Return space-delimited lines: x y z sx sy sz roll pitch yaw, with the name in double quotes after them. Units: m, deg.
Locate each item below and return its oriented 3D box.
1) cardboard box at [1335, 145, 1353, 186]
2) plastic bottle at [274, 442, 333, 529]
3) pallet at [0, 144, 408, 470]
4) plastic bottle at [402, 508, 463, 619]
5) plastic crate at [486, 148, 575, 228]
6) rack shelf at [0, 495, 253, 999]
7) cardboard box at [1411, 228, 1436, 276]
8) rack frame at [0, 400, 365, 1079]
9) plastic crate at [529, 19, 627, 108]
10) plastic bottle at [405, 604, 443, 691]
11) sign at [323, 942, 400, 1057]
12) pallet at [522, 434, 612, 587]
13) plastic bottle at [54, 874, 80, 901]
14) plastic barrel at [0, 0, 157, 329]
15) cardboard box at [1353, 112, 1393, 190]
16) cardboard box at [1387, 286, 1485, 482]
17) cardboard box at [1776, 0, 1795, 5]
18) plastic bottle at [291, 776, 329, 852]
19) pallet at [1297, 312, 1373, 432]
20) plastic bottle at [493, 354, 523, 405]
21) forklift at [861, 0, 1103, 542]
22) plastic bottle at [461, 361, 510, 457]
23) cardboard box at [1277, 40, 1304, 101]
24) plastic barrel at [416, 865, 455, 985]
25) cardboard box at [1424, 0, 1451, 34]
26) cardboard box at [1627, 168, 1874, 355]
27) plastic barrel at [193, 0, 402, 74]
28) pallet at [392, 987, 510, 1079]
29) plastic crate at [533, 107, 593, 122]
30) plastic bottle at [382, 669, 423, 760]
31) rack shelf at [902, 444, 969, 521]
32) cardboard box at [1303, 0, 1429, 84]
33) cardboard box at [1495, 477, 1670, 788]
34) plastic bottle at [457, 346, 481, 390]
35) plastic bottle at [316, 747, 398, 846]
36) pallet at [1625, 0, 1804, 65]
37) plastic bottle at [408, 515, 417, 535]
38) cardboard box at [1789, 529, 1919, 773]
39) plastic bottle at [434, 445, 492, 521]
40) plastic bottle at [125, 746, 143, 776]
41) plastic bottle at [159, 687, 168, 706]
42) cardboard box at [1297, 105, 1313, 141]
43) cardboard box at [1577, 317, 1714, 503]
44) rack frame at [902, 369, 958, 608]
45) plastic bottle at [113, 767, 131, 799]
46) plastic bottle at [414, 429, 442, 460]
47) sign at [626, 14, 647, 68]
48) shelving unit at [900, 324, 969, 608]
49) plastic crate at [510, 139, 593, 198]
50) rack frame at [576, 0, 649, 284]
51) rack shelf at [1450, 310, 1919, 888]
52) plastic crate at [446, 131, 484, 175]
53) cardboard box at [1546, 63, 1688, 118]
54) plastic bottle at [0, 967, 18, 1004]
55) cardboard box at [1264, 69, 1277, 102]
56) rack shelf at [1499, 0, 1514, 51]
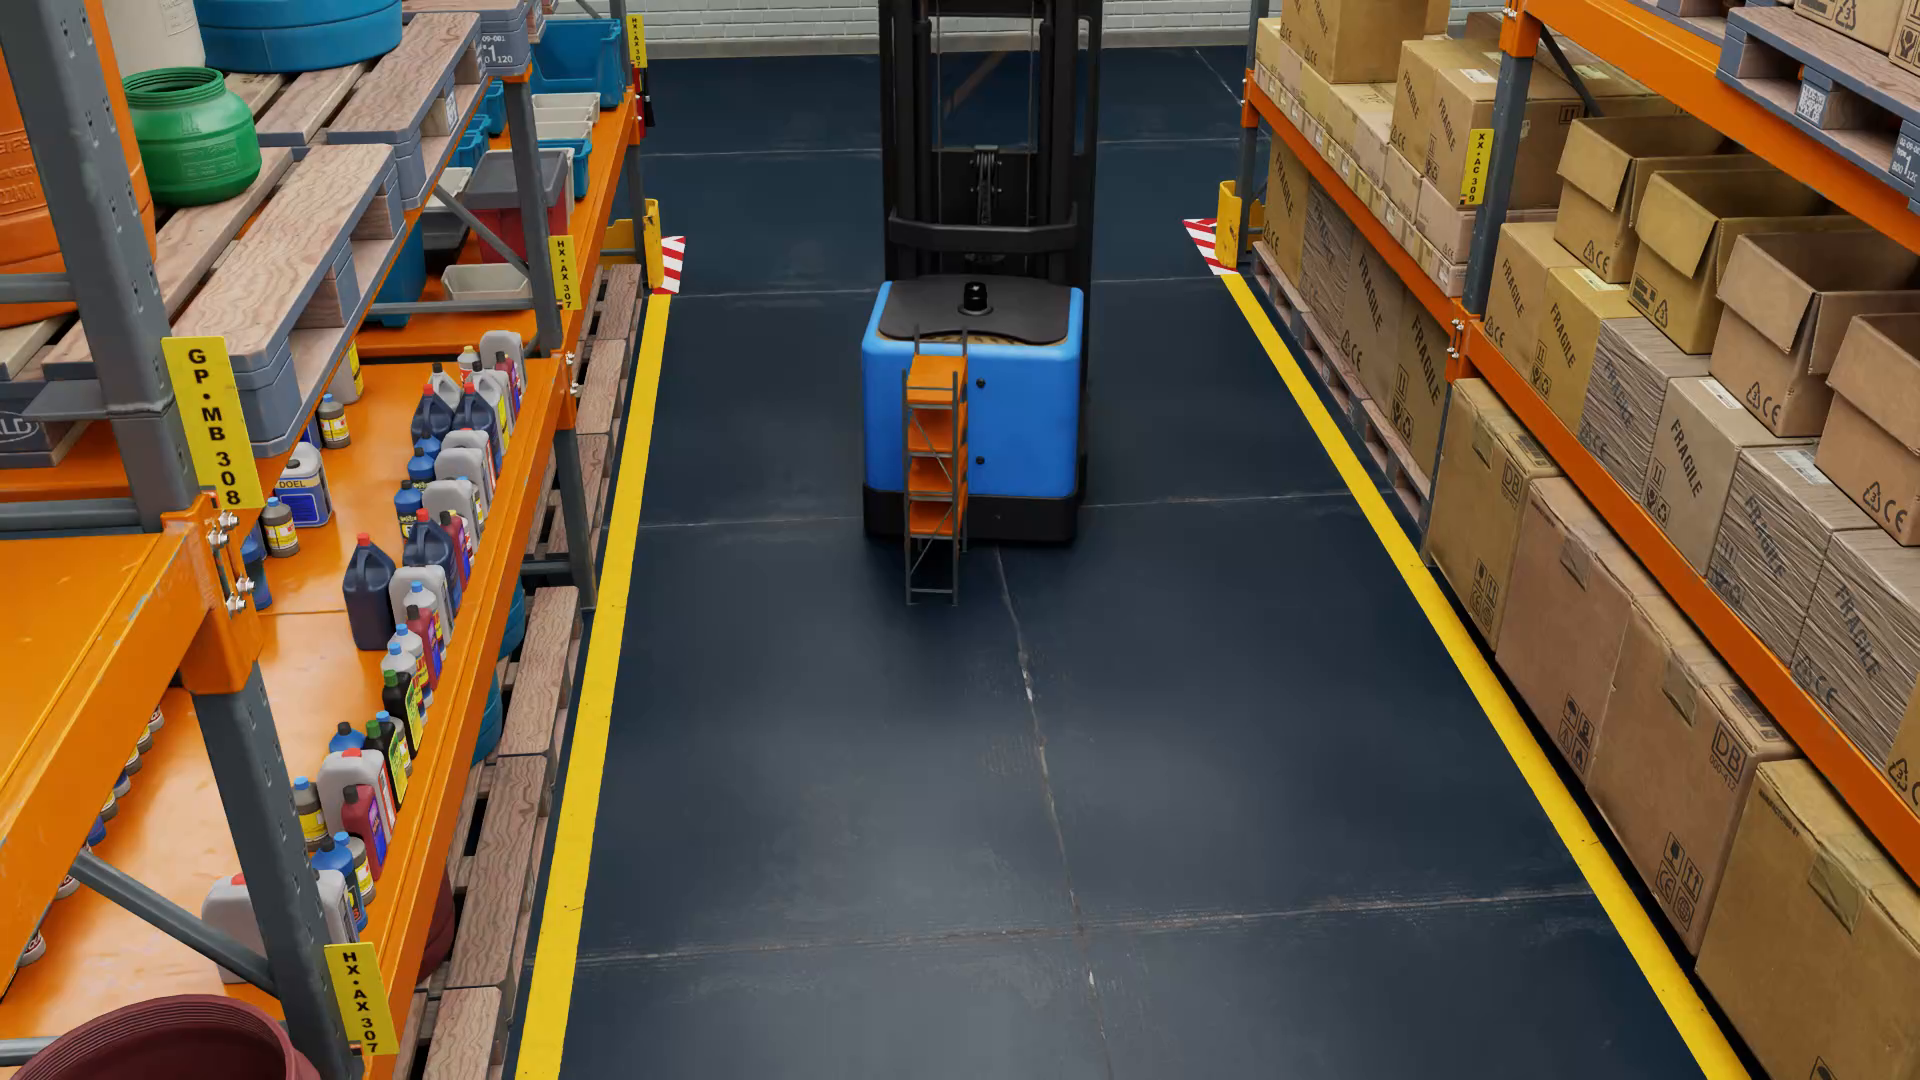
2.245 -2.020 8.952 0.380 0.149 0.250 -2 31 -4 "cardboard box"
-2.287 -0.191 5.766 0.152 0.276 0.135 -3 31 -5 "plastic bottle"
-1.789 -0.524 3.462 1.003 0.211 1.213 -3 31 -5 "pallet"
-1.674 0.072 5.252 0.144 0.351 0.185 -3 31 -5 "plastic bottle"
-2.148 -1.728 8.275 0.437 0.282 0.530 -3 31 -5 "plastic crate"
-1.628 1.120 1.227 1.077 0.370 4.000 -3 31 -5 "rack shelf"
2.363 -1.366 7.856 0.380 0.149 0.250 -2 31 -4 "cardboard box"
-1.815 1.078 3.521 1.000 3.000 0.127 -3 31 -5 "rack frame"
-2.345 -2.886 10.063 0.616 0.435 0.499 -3 31 -5 "plastic crate"
-1.596 0.299 4.938 0.061 0.283 0.133 -3 31 -5 "plastic bottle"
-1.268 0.978 3.529 0.100 0.325 0.005 -3 31 -5 "sign"
-2.296 -0.141 8.280 1.003 0.211 1.213 -3 31 -5 "pallet"
-2.292 0.799 4.181 0.097 0.201 0.097 0 31 0 "plastic bottle"
-1.865 -0.865 3.019 0.600 0.830 0.708 -3 31 -5 "plastic barrel"
2.341 -2.003 8.534 0.500 0.250 0.500 -2 31 -4 "cardboard box"
2.760 -0.811 8.345 0.875 0.875 0.875 -3 31 -5 "cardboard box"
2.732 -1.795 5.240 0.380 0.149 0.250 -4 31 -7 "cardboard box"
-1.700 0.706 4.337 0.097 0.201 0.097 0 31 0 "plastic bottle"
2.632 -1.021 9.754 1.003 0.211 1.213 -3 31 -5 "pallet"
-1.792 -0.636 6.583 0.097 0.201 0.097 0 31 0 "plastic bottle"
0.170 -1.981 8.708 1.130 2.935 3.031 3 31 4 "forklift"
-1.777 -0.490 6.193 0.144 0.351 0.185 -3 31 -5 "plastic bottle"
2.200 -2.784 9.843 0.500 0.250 0.500 -3 31 -5 "cardboard box"
-1.983 1.107 5.414 0.600 0.588 0.708 -3 31 -5 "plastic barrel"
2.676 -3.393 10.131 0.500 0.500 0.500 -2 31 -4 "cardboard box"
2.863 -0.999 5.921 0.797 0.503 0.637 -2 31 -4 "cardboard box"
-1.877 -1.784 4.488 0.600 0.901 0.708 -3 31 -5 "plastic barrel"
-1.930 1.874 4.906 1.003 0.211 1.213 -3 31 -5 "pallet"
-2.294 -2.363 9.480 0.396 0.136 0.243 -3 31 -5 "plastic crate"
-1.566 0.467 4.657 0.061 0.283 0.133 -3 31 -5 "plastic bottle"
-0.109 -0.276 7.673 0.258 0.148 0.480 3 31 4 "rack shelf"
2.246 -2.852 9.224 0.500 0.500 0.500 -4 31 -6 "cardboard box"
2.906 0.312 6.465 1.225 0.875 0.875 -4 31 -6 "cardboard box"
-1.953 -0.678 6.654 0.097 0.201 0.097 0 31 0 "plastic bottle"
-1.577 0.658 4.344 0.152 0.276 0.135 -3 31 -5 "plastic bottle"
2.877 -1.942 5.837 0.805 0.209 1.217 -4 31 -7 "pallet"
-1.725 0.036 5.390 0.097 0.271 0.097 0 31 0 "plastic bottle"
2.782 0.302 4.721 0.500 0.500 0.500 -3 31 -5 "cardboard box"
-1.737 -0.213 5.802 0.152 0.276 0.135 -3 31 -5 "plastic bottle"
-2.337 0.551 4.597 0.097 0.201 0.097 0 31 0 "plastic bottle"
-2.385 0.358 4.839 0.061 0.283 0.133 -3 31 -5 "plastic bottle"
2.171 -2.415 9.613 0.380 0.149 0.250 -3 31 -6 "cardboard box"
2.631 -0.486 6.041 0.500 0.500 0.500 -3 31 -6 "cardboard box"
-0.130 -0.209 7.430 0.240 1.200 0.015 3 31 4 "rack frame"
-2.328 0.570 4.496 0.097 0.271 0.097 0 31 0 "plastic bottle"
-1.872 -0.264 5.893 0.097 0.271 0.097 0 31 0 "plastic bottle"
-2.017 -3.112 10.375 0.100 0.325 0.005 -3 31 -5 "sign"
-0.109 -0.334 7.639 0.258 1.200 0.503 3 31 4 "shelving unit"
-2.116 -1.925 8.652 0.416 0.233 0.300 -3 31 -5 "plastic crate"
-2.563 -3.007 10.359 1.000 3.000 0.127 -3 31 -5 "rack frame"
2.929 0.128 5.812 1.077 0.370 4.000 -3 31 -5 "rack shelf"
-2.716 -1.993 8.767 0.416 0.233 0.300 -3 31 -5 "plastic crate"
2.952 -1.844 7.537 0.500 0.500 0.500 -3 31 -5 "cardboard box"
-2.278 0.942 3.862 0.061 0.283 0.133 -3 31 -5 "plastic bottle"
2.099 -2.808 10.272 0.380 0.149 0.250 -3 31 -5 "cardboard box"
2.555 -3.202 8.462 1.077 0.370 4.000 -3 31 -5 "rack shelf"
